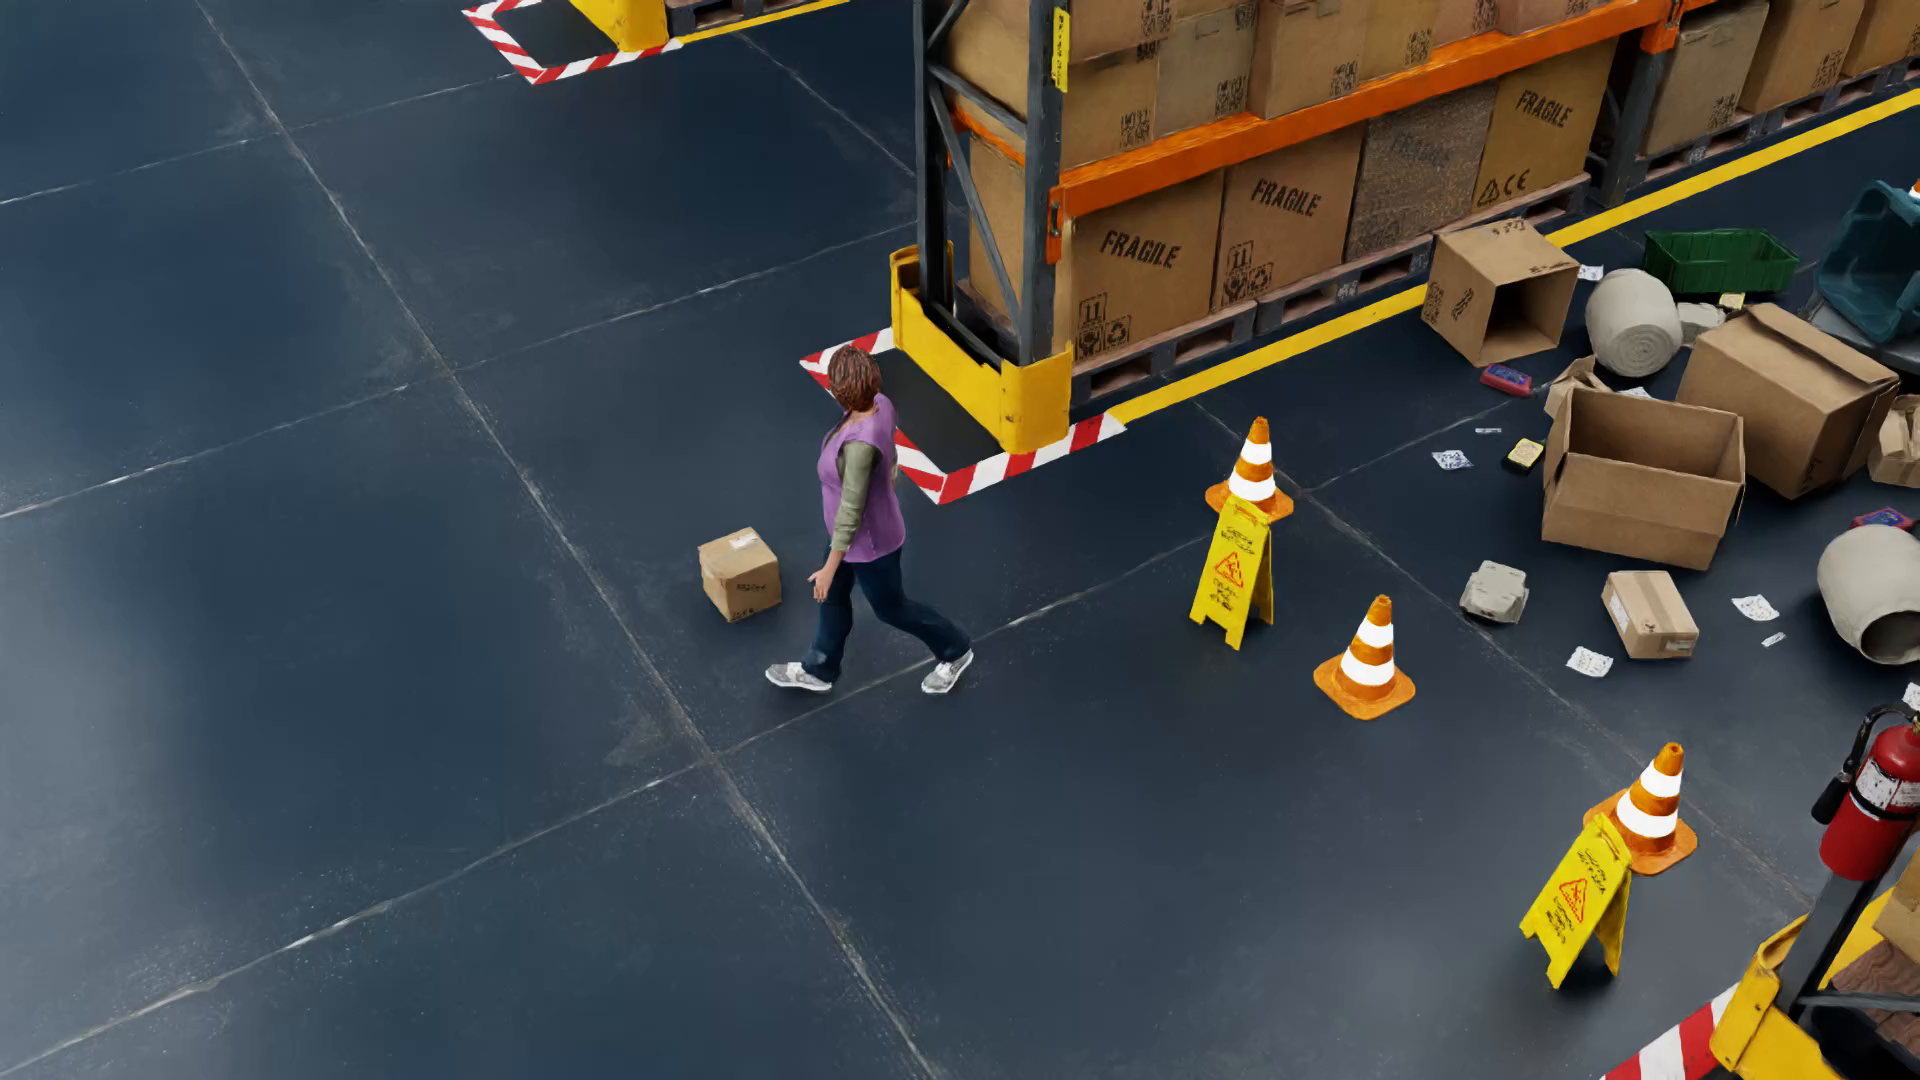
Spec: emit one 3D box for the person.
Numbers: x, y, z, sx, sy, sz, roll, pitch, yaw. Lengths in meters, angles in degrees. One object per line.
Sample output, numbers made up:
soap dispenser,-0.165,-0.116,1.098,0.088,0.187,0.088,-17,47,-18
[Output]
person,-0.292,0.042,6.234,0.680,1.295,0.457,-4,42,-5
